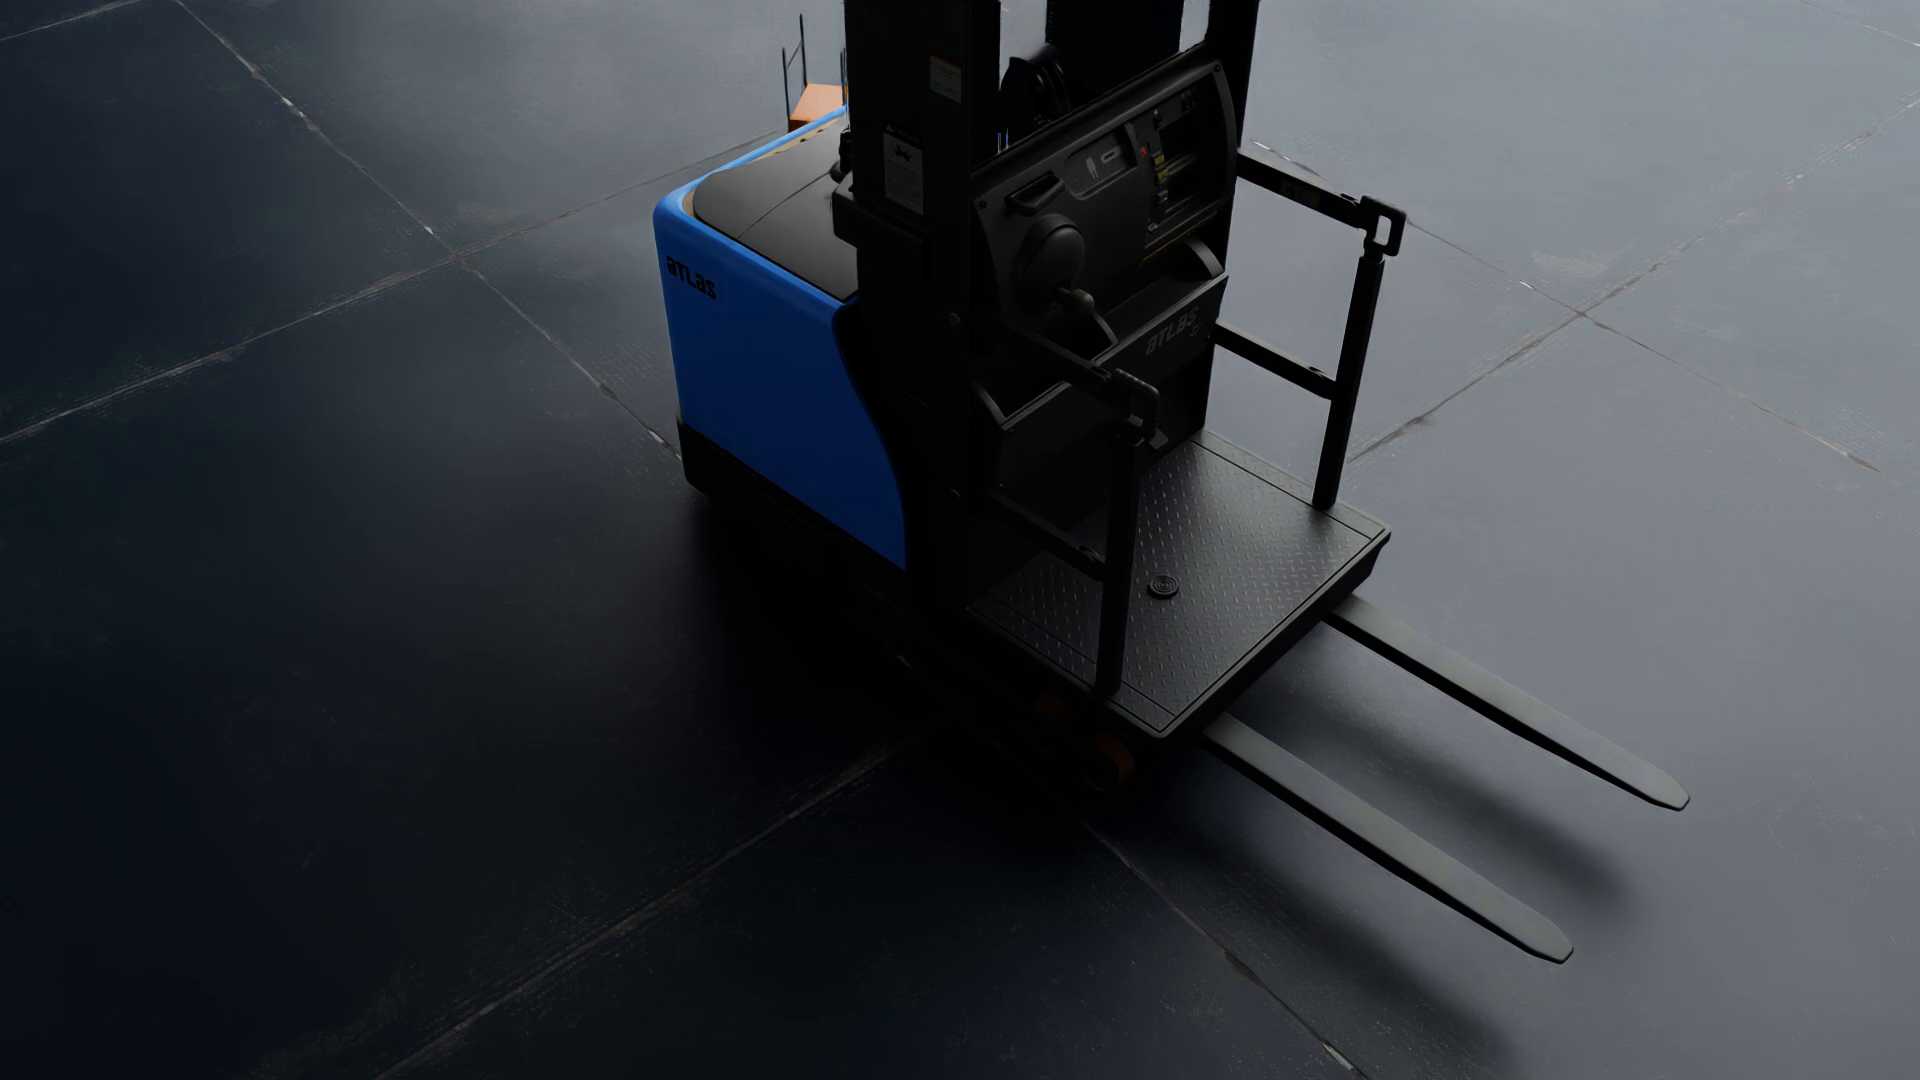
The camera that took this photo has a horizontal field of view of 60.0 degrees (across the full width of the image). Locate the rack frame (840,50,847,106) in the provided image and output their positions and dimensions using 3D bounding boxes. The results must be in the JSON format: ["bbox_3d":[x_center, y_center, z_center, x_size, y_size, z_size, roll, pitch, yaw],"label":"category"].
[{"bbox_3d":[-0.342,-1.129,5.576,0.006,1.200,0.240,7,44,7],"label":"rack frame"}]

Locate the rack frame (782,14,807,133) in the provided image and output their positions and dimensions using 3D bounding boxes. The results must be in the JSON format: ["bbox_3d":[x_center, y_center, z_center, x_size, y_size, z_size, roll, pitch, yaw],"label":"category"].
[{"bbox_3d":[-0.522,-1.151,5.599,0.006,1.200,0.240,7,44,7],"label":"rack frame"}]

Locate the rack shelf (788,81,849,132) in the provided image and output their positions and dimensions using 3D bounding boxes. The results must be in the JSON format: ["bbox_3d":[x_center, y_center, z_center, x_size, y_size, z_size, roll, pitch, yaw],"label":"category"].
[{"bbox_3d":[-0.432,-1.370,5.371,0.180,0.103,0.258,7,44,7],"label":"rack shelf"}]

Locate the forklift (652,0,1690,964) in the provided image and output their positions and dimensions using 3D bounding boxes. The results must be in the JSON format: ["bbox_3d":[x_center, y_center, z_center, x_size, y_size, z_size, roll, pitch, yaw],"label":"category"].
[{"bbox_3d":[0.527,-0.794,3.954,3.031,2.935,1.130,33,52,30],"label":"forklift"}]

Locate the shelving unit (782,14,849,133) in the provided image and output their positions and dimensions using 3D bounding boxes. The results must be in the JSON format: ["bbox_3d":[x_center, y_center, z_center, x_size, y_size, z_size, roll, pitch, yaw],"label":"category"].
[{"bbox_3d":[-0.432,-1.140,5.588,0.189,1.200,0.258,7,44,7],"label":"shelving unit"}]
